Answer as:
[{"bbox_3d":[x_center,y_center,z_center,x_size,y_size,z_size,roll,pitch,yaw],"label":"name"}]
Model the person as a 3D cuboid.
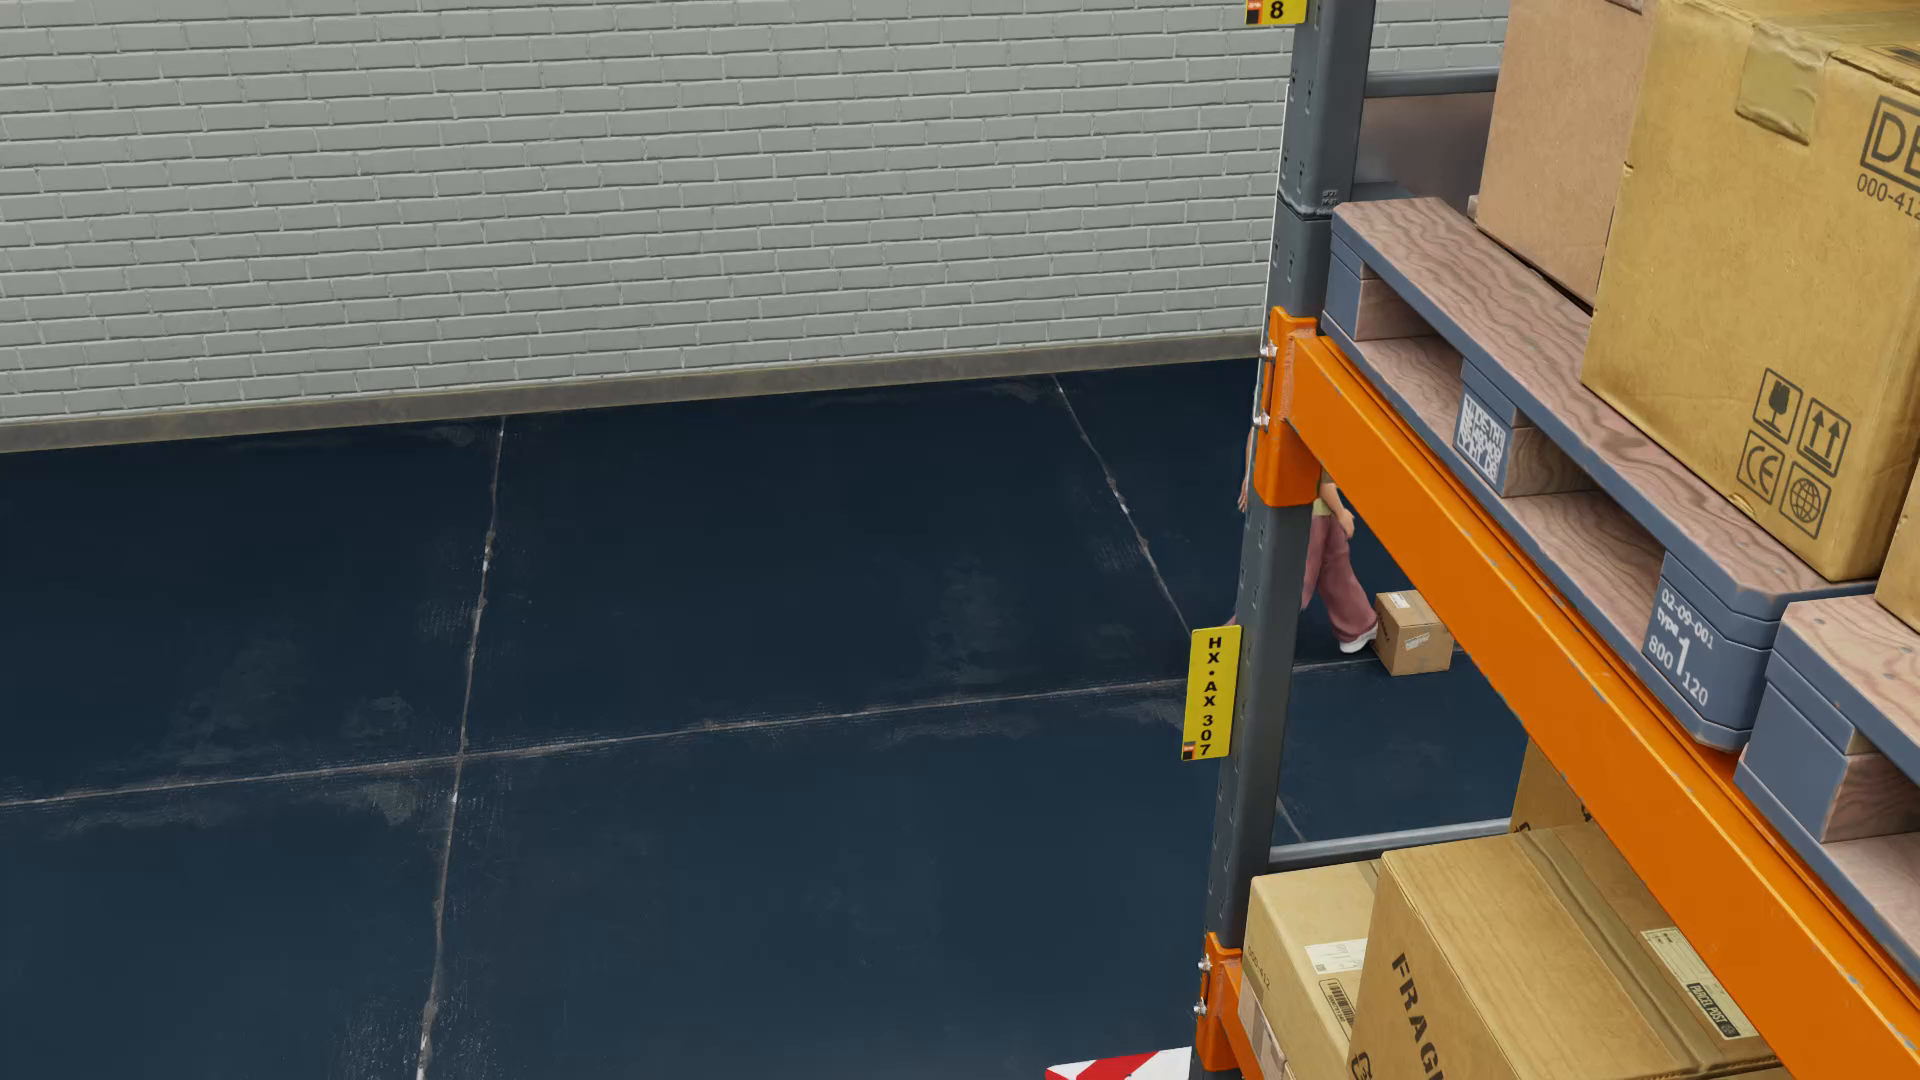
[{"bbox_3d":[1.407,-0.175,6.445,0.961,1.614,0.470,-4,31,-7],"label":"person"}]
